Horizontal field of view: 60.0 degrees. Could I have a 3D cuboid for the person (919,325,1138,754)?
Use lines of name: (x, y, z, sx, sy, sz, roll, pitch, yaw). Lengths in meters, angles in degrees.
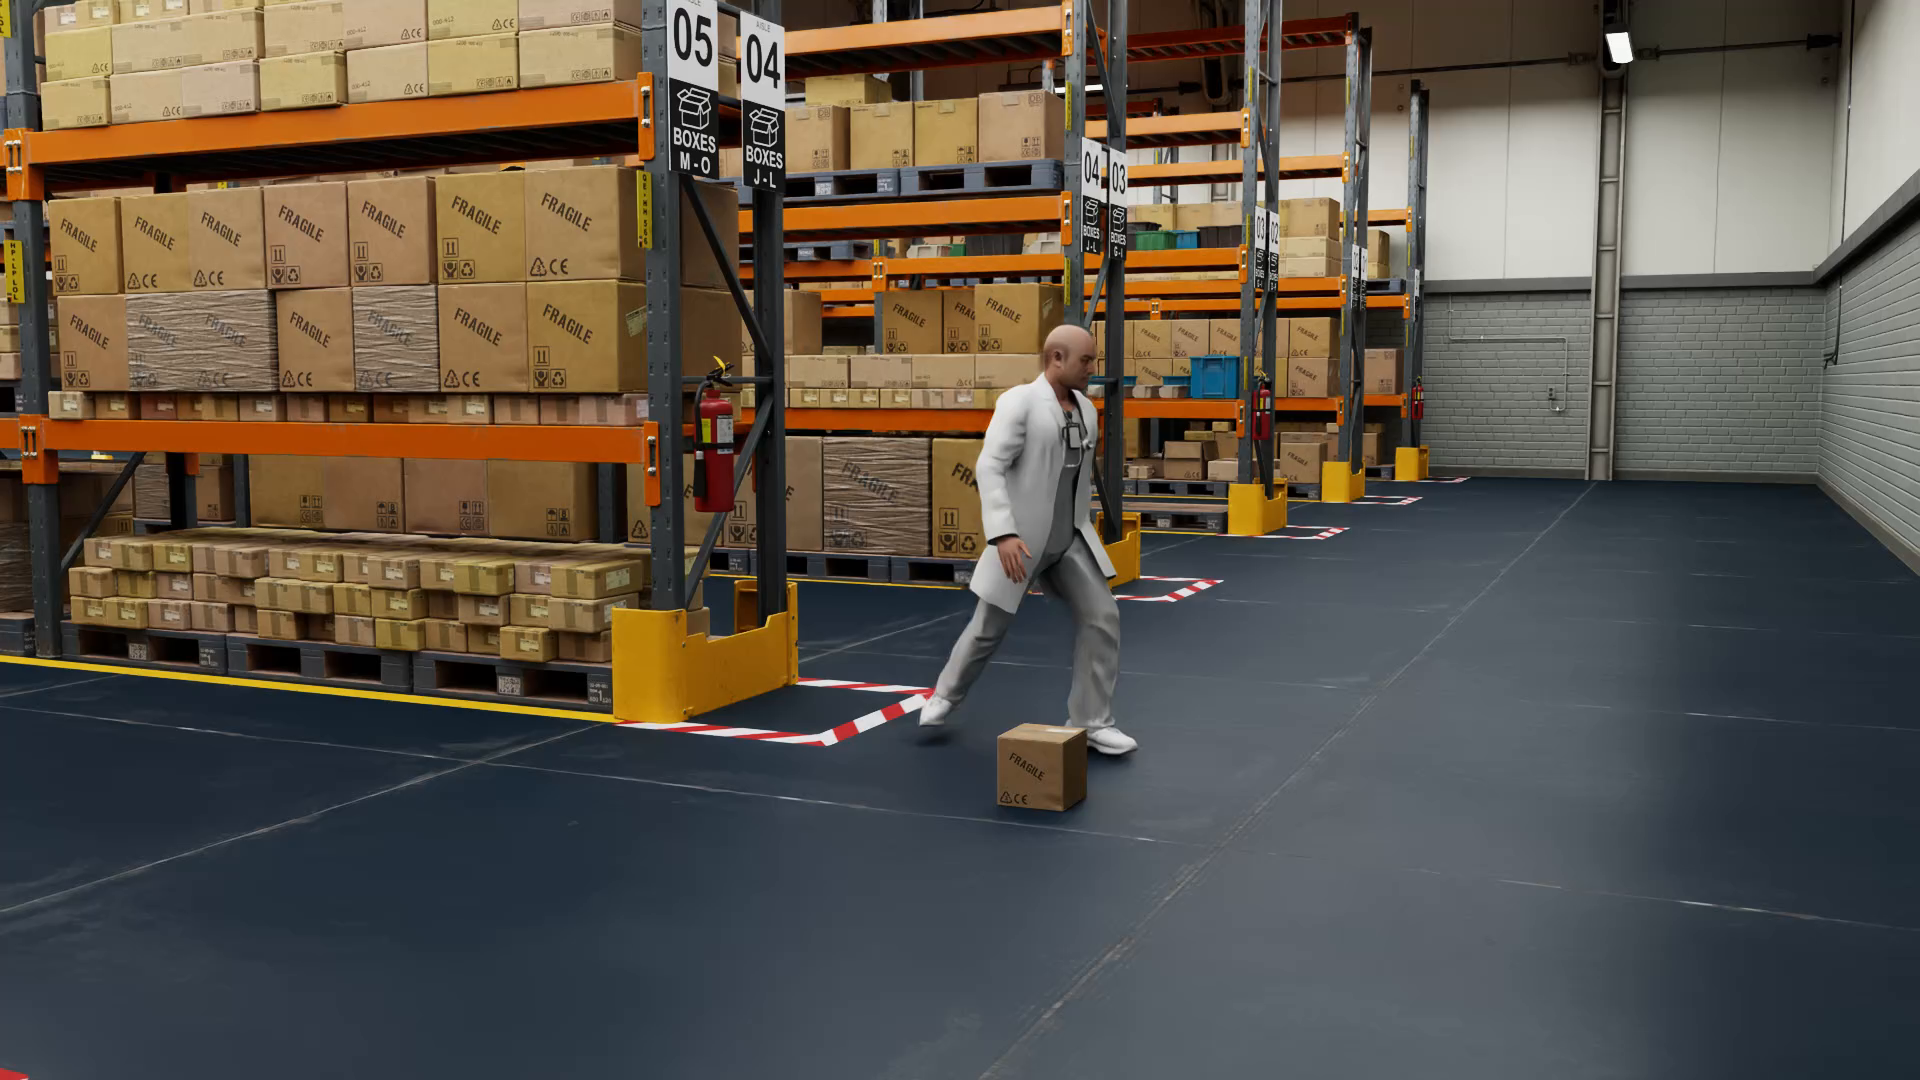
person: (0.253, -0.011, 6.791, 0.666, 1.715, 0.968, -4, 7, -34)
